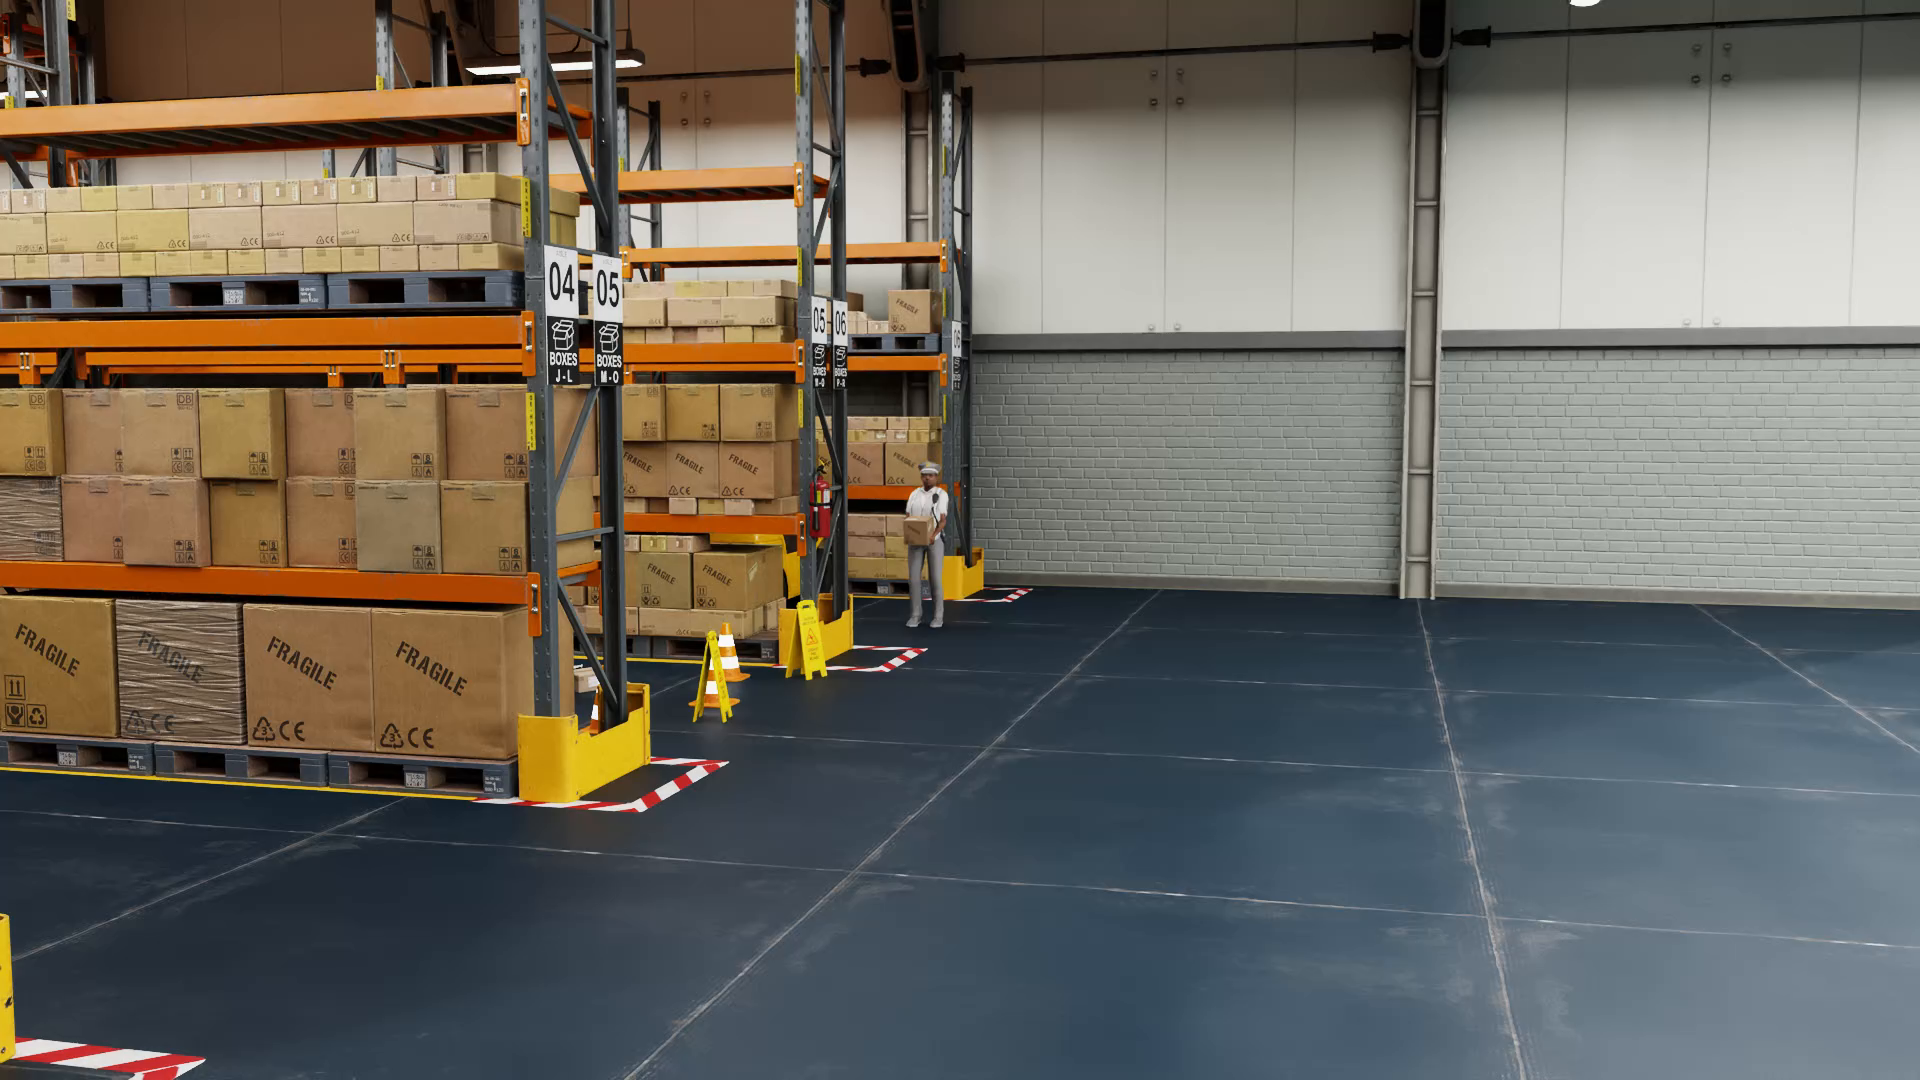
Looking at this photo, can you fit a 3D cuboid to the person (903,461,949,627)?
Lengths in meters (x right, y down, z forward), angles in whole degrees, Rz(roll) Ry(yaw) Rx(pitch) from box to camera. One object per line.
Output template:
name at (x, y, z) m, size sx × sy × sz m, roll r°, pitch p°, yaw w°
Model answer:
person at (-0.364, 0.045, 16.889) m, size 0.451 × 1.687 × 0.537 m, roll 1°, pitch 5°, yaw 15°
